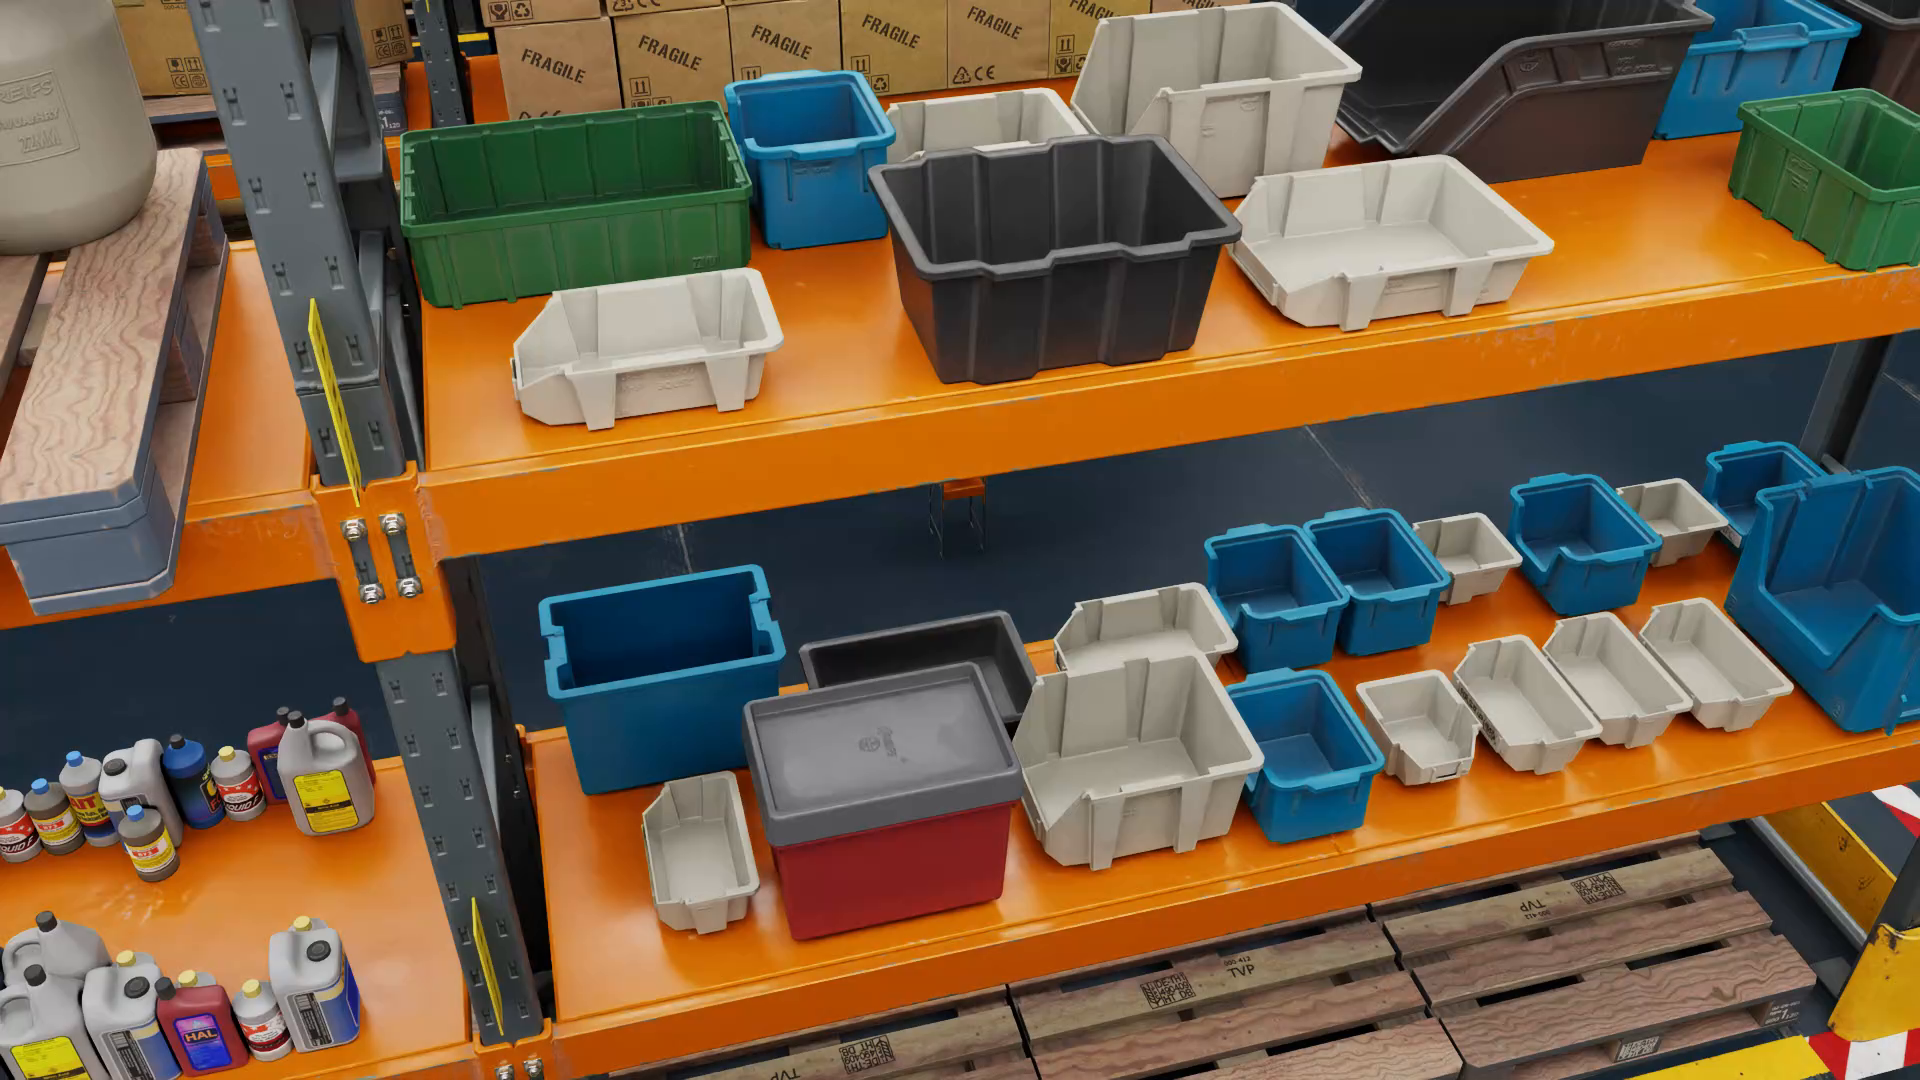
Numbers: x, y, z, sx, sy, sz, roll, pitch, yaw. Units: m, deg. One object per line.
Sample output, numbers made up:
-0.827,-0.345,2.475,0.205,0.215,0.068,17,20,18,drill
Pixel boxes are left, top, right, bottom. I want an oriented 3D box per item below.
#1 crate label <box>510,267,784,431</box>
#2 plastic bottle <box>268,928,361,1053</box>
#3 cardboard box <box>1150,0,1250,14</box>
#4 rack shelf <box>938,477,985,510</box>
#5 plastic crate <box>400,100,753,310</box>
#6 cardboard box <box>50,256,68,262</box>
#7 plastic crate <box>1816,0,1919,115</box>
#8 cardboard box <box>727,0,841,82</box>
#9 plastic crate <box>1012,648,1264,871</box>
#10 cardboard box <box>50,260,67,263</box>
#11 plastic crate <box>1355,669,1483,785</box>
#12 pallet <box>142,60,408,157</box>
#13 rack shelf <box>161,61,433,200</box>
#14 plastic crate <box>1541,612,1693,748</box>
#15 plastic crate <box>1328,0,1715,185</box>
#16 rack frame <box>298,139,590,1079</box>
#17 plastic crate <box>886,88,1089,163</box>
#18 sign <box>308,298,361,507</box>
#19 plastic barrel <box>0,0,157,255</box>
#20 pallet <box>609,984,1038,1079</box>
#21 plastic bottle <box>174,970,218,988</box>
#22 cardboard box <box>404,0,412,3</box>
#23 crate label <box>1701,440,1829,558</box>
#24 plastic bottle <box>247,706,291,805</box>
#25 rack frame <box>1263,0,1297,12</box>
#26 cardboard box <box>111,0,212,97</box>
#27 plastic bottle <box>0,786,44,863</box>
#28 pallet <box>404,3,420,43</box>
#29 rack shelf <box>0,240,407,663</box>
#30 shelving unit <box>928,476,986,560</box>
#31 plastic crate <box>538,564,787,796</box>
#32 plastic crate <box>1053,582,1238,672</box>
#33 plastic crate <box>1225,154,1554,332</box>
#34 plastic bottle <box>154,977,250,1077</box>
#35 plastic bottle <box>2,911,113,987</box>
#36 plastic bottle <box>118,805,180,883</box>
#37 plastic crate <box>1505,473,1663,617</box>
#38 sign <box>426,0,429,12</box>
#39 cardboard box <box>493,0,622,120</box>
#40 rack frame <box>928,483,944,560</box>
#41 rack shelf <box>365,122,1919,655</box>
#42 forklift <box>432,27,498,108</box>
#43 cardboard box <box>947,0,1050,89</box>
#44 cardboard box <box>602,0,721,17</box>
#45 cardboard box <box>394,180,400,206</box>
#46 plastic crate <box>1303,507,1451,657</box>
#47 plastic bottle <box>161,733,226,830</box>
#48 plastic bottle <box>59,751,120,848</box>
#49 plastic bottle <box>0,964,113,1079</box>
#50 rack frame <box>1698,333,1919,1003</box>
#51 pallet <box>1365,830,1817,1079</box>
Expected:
-0.561,-0.331,2.963,0.466,0.136,0.293,-9,38,-12,crate label
-1.405,0.965,3.622,0.135,0.276,0.152,-9,38,-12,plastic bottle
1.104,-2.686,8.210,0.500,0.500,0.500,-8,38,-11,cardboard box
-0.014,-0.248,7.055,0.180,0.103,0.258,-9,38,-12,rack shelf
-0.779,-0.688,3.387,0.662,0.188,0.450,-9,38,-12,plastic crate
-4.412,-1.245,8.105,0.500,0.500,0.500,-11,39,-14,cardboard box
2.309,-1.212,4.005,0.590,0.269,0.497,-9,38,-12,plastic crate
-0.856,-2.364,7.790,0.500,0.500,0.500,-10,38,-12,cardboard box
0.413,0.553,4.107,0.530,0.282,0.437,-9,38,-12,plastic crate
-4.252,-0.944,7.710,0.500,0.500,0.500,-11,39,-13,cardboard box
1.186,0.500,4.296,0.250,0.136,0.298,-9,38,-12,plastic crate
-3.196,-2.104,7.690,1.213,0.211,1.003,-9,38,-12,pallet
-4.327,-1.640,7.517,4.000,0.370,1.077,-9,38,-12,rack shelf
1.729,0.383,4.448,0.243,0.136,0.396,-9,38,-12,plastic crate
1.206,-1.056,3.744,0.767,0.338,0.504,-9,38,-12,plastic crate
-1.109,0.663,3.914,0.127,3.000,1.000,-9,38,-12,rack frame
0.020,-0.848,3.638,0.466,0.136,0.293,-9,38,-12,plastic crate
-0.967,-0.209,2.578,0.005,0.325,0.100,-9,38,-12,sign
-1.682,-0.813,2.917,0.433,0.535,0.433,0,37,0,plastic barrel
-0.409,1.632,4.943,1.213,0.211,1.003,-9,38,-12,pallet
-1.654,1.014,3.619,0.097,0.201,0.097,0,37,0,plastic bottle
-4.285,-4.282,11.802,0.750,0.750,0.750,-9,38,-11,cardboard box
2.429,-0.082,4.976,0.303,0.233,0.416,-9,38,-12,crate label
-1.703,0.539,4.173,0.133,0.283,0.061,-9,38,-12,plastic bottle
1.465,-2.876,8.541,0.127,3.000,1.000,-9,38,-12,rack frame
-3.560,-2.359,7.438,0.500,0.500,0.700,-4,38,-5,cardboard box
-2.315,0.683,4.052,0.097,0.201,0.097,0,37,0,plastic bottle
-4.417,-3.874,12.140,1.213,0.211,1.003,-9,38,-12,pallet
-3.040,0.074,2.807,4.000,0.370,1.077,-9,38,-12,rack shelf
-0.014,-0.474,6.882,0.189,1.200,0.258,-9,38,-12,shelving unit
-0.747,0.372,4.259,0.575,0.384,0.392,-9,38,-12,plastic crate
0.494,0.292,4.567,0.466,0.136,0.293,-9,38,-12,plastic crate
0.823,-0.584,3.293,0.530,0.136,0.437,-9,38,-12,plastic crate
-1.616,1.025,3.537,0.133,0.283,0.061,-9,38,-12,plastic bottle
-1.948,0.936,3.598,0.185,0.351,0.144,-9,38,-12,plastic bottle
-1.958,0.720,4.003,0.097,0.201,0.097,0,37,0,plastic bottle
1.793,0.023,4.840,0.300,0.233,0.416,-9,38,-12,plastic crate
-2.248,-2.378,6.936,0.005,0.325,0.100,-9,38,-12,sign
-1.833,-2.203,7.579,0.500,0.500,0.500,-8,38,-11,cardboard box
-0.102,-0.460,6.863,0.006,1.200,0.240,-9,38,-12,rack frame
0.822,-0.559,3.635,4.000,0.370,1.077,-9,38,-12,rack shelf
-2.557,-3.699,9.674,3.031,2.935,1.130,-9,38,-11,forklift
0.121,-2.525,8.000,0.500,0.500,0.500,-9,38,-12,cardboard box
-1.370,-2.671,7.368,0.500,0.500,0.500,-10,39,-13,cardboard box
-2.927,-1.491,8.426,0.500,0.500,0.500,-11,39,-14,cardboard box
1.158,0.127,4.704,0.300,0.233,0.416,-9,38,-12,plastic crate
-1.903,0.588,4.119,0.097,0.271,0.097,0,37,0,plastic bottle
-2.127,0.625,4.071,0.097,0.271,0.097,0,37,0,plastic bottle
-1.911,1.020,3.488,0.185,0.351,0.144,-9,38,-12,plastic bottle
2.753,0.030,4.742,0.127,3.000,1.000,-9,38,-12,rack frame
1.947,1.245,5.449,1.213,0.211,1.003,-9,38,-12,pallet
